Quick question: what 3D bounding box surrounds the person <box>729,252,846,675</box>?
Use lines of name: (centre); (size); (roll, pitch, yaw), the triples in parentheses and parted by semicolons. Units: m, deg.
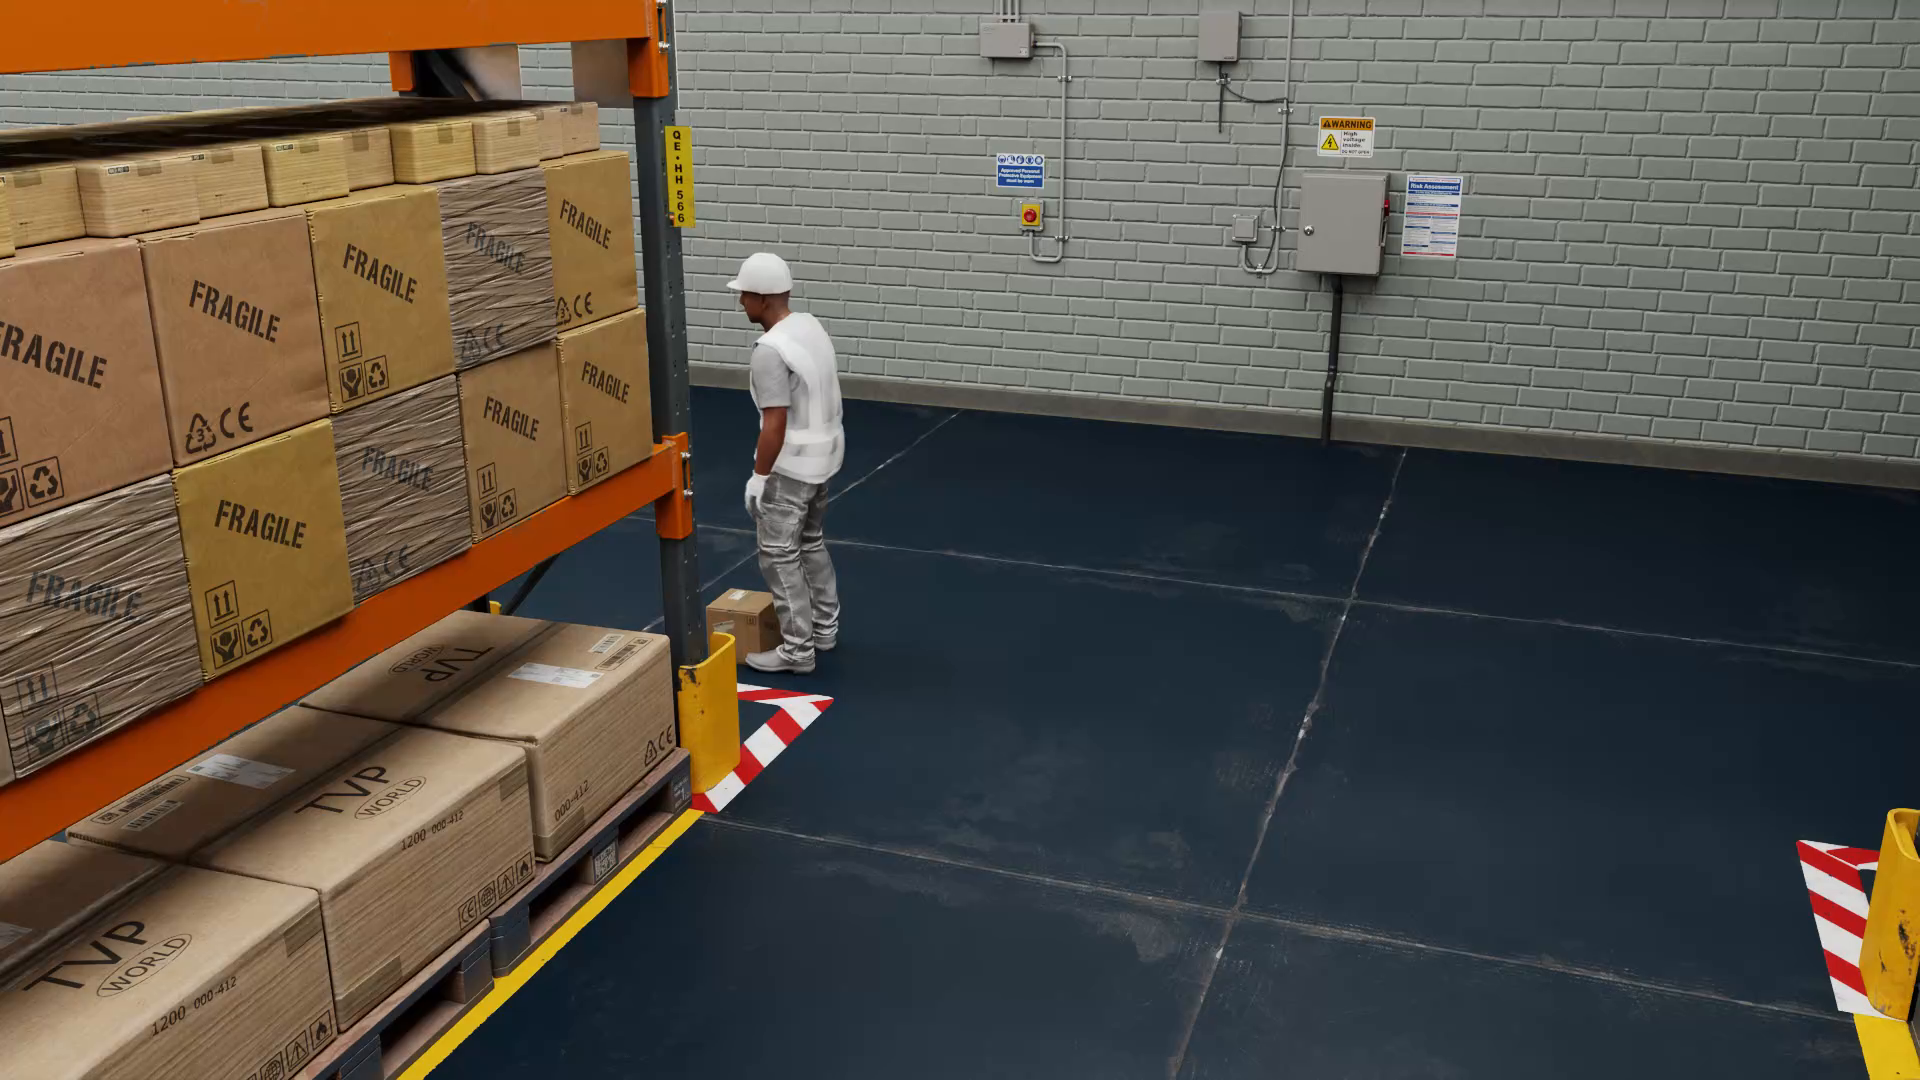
person: (-0.717, -0.321, 7.002); (0.446, 1.775, 0.619); (6, 20, 19)
